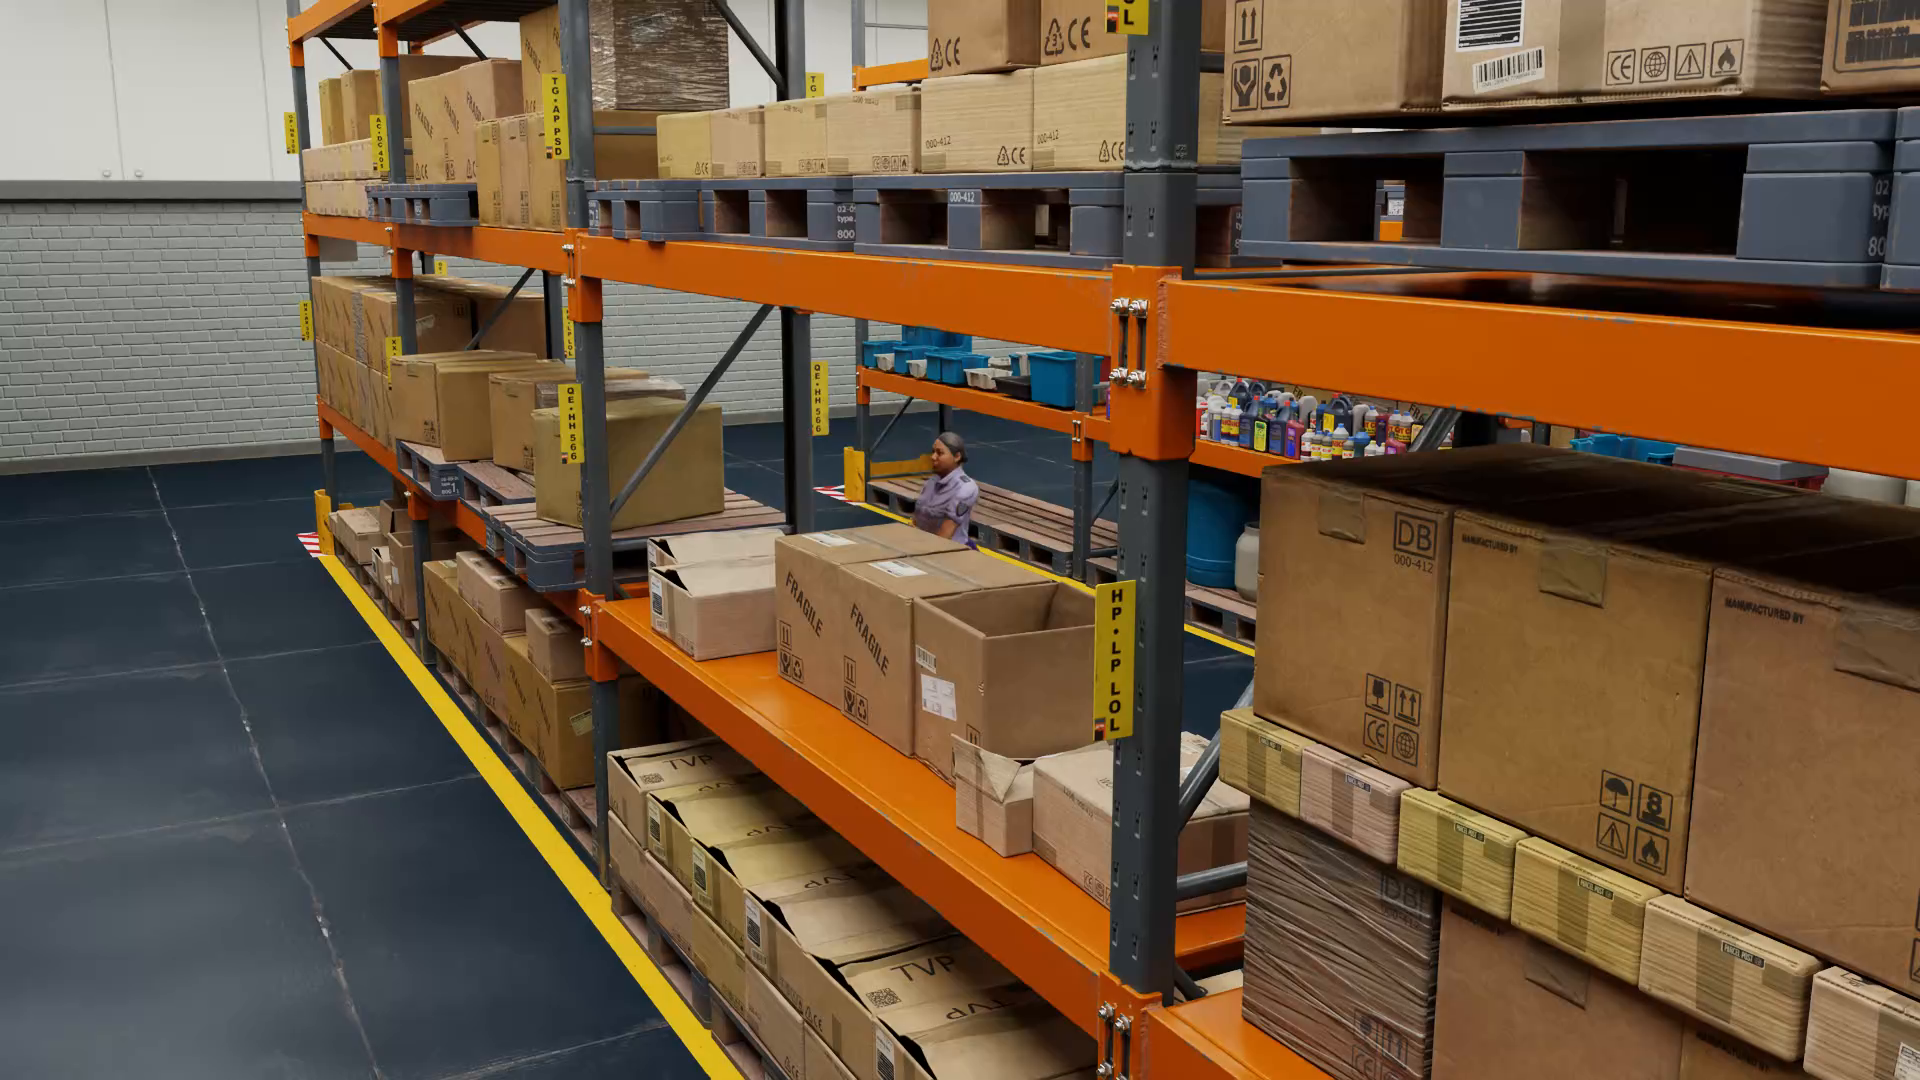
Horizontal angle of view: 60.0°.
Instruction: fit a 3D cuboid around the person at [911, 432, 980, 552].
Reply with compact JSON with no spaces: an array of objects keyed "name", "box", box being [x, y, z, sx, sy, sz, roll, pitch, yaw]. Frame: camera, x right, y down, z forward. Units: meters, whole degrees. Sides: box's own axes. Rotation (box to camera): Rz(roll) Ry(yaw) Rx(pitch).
[{"name":"person","box":[-0.128,0.198,9.565,0.529,1.647,0.435,-7,13,-29]}]
